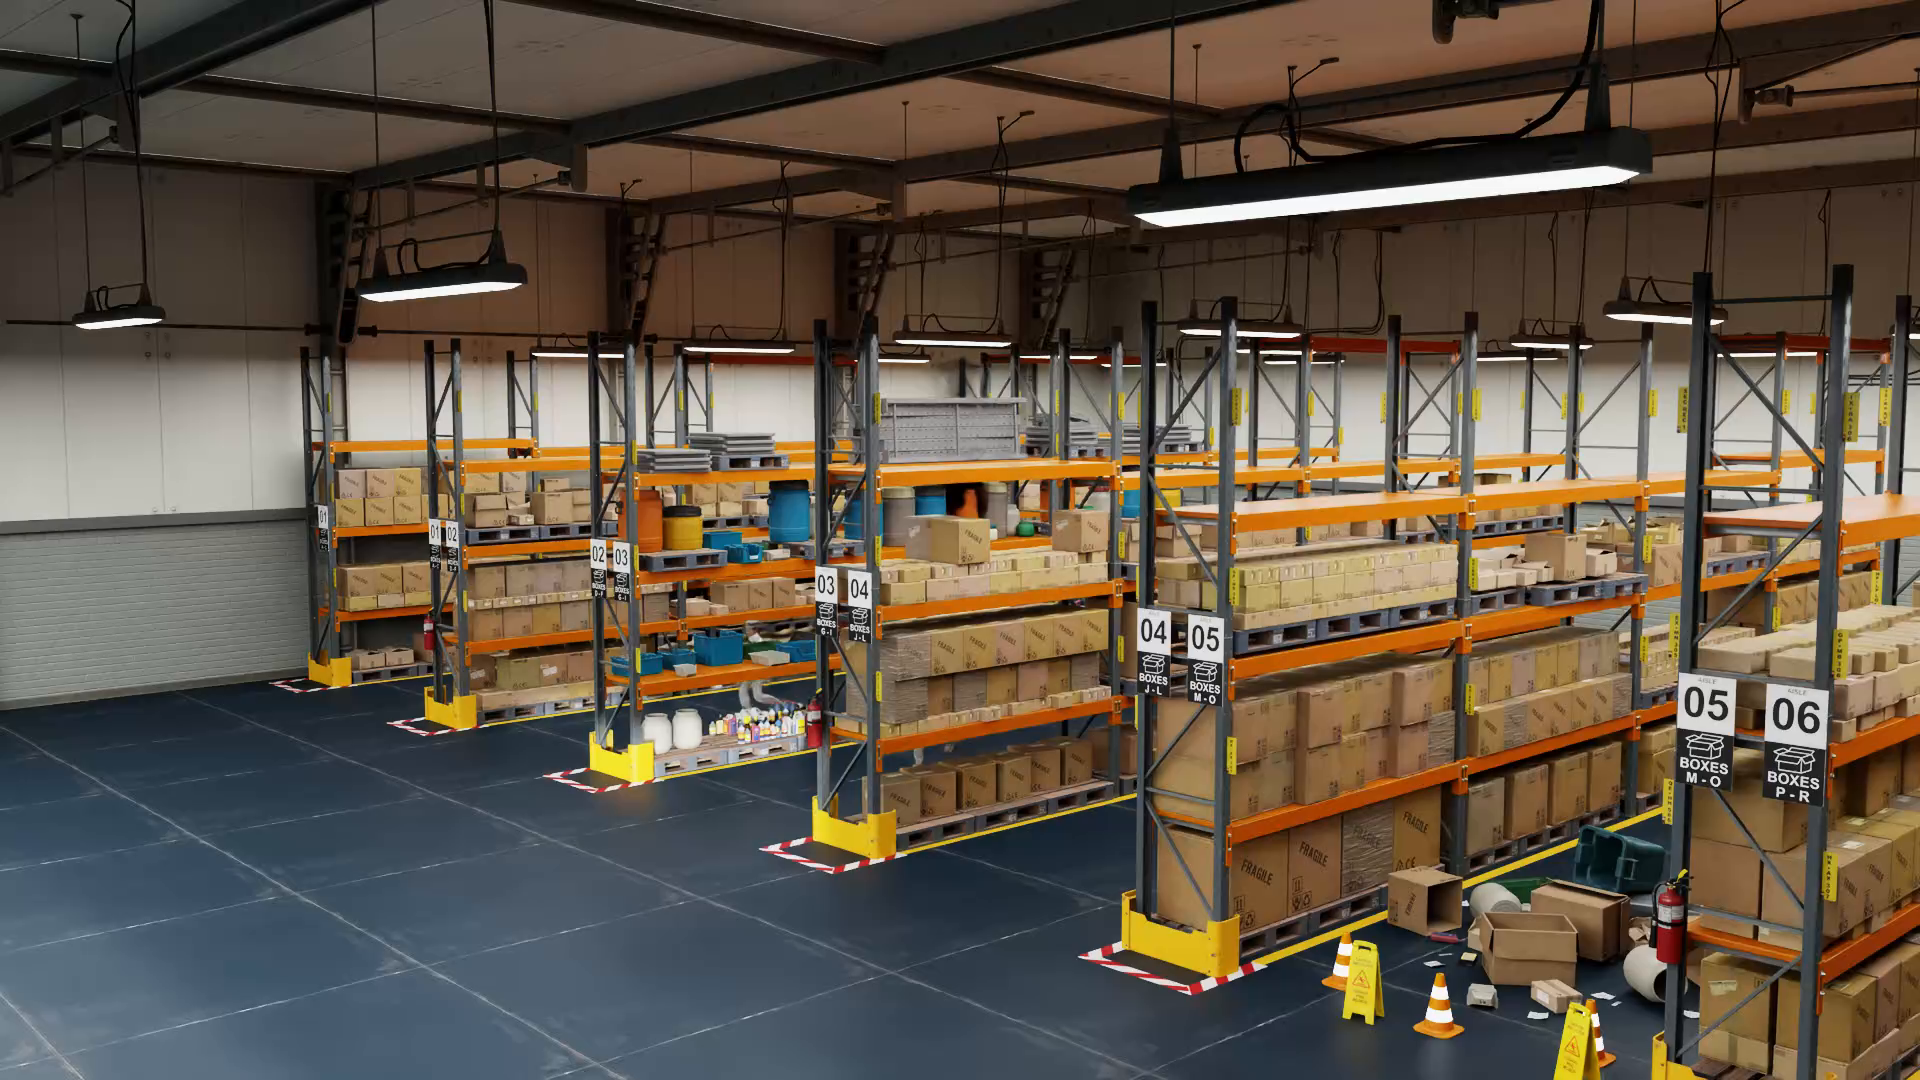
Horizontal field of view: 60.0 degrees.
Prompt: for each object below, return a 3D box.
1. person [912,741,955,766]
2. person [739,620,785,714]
[{"bbox_3d":[-0.416,2.363,22.768,0.625,1.672,0.867,5,7,44],"label":"person"},{"bbox_3d":[-3.163,2.045,26.057,0.787,1.614,0.569,-2,5,-22],"label":"person"}]
